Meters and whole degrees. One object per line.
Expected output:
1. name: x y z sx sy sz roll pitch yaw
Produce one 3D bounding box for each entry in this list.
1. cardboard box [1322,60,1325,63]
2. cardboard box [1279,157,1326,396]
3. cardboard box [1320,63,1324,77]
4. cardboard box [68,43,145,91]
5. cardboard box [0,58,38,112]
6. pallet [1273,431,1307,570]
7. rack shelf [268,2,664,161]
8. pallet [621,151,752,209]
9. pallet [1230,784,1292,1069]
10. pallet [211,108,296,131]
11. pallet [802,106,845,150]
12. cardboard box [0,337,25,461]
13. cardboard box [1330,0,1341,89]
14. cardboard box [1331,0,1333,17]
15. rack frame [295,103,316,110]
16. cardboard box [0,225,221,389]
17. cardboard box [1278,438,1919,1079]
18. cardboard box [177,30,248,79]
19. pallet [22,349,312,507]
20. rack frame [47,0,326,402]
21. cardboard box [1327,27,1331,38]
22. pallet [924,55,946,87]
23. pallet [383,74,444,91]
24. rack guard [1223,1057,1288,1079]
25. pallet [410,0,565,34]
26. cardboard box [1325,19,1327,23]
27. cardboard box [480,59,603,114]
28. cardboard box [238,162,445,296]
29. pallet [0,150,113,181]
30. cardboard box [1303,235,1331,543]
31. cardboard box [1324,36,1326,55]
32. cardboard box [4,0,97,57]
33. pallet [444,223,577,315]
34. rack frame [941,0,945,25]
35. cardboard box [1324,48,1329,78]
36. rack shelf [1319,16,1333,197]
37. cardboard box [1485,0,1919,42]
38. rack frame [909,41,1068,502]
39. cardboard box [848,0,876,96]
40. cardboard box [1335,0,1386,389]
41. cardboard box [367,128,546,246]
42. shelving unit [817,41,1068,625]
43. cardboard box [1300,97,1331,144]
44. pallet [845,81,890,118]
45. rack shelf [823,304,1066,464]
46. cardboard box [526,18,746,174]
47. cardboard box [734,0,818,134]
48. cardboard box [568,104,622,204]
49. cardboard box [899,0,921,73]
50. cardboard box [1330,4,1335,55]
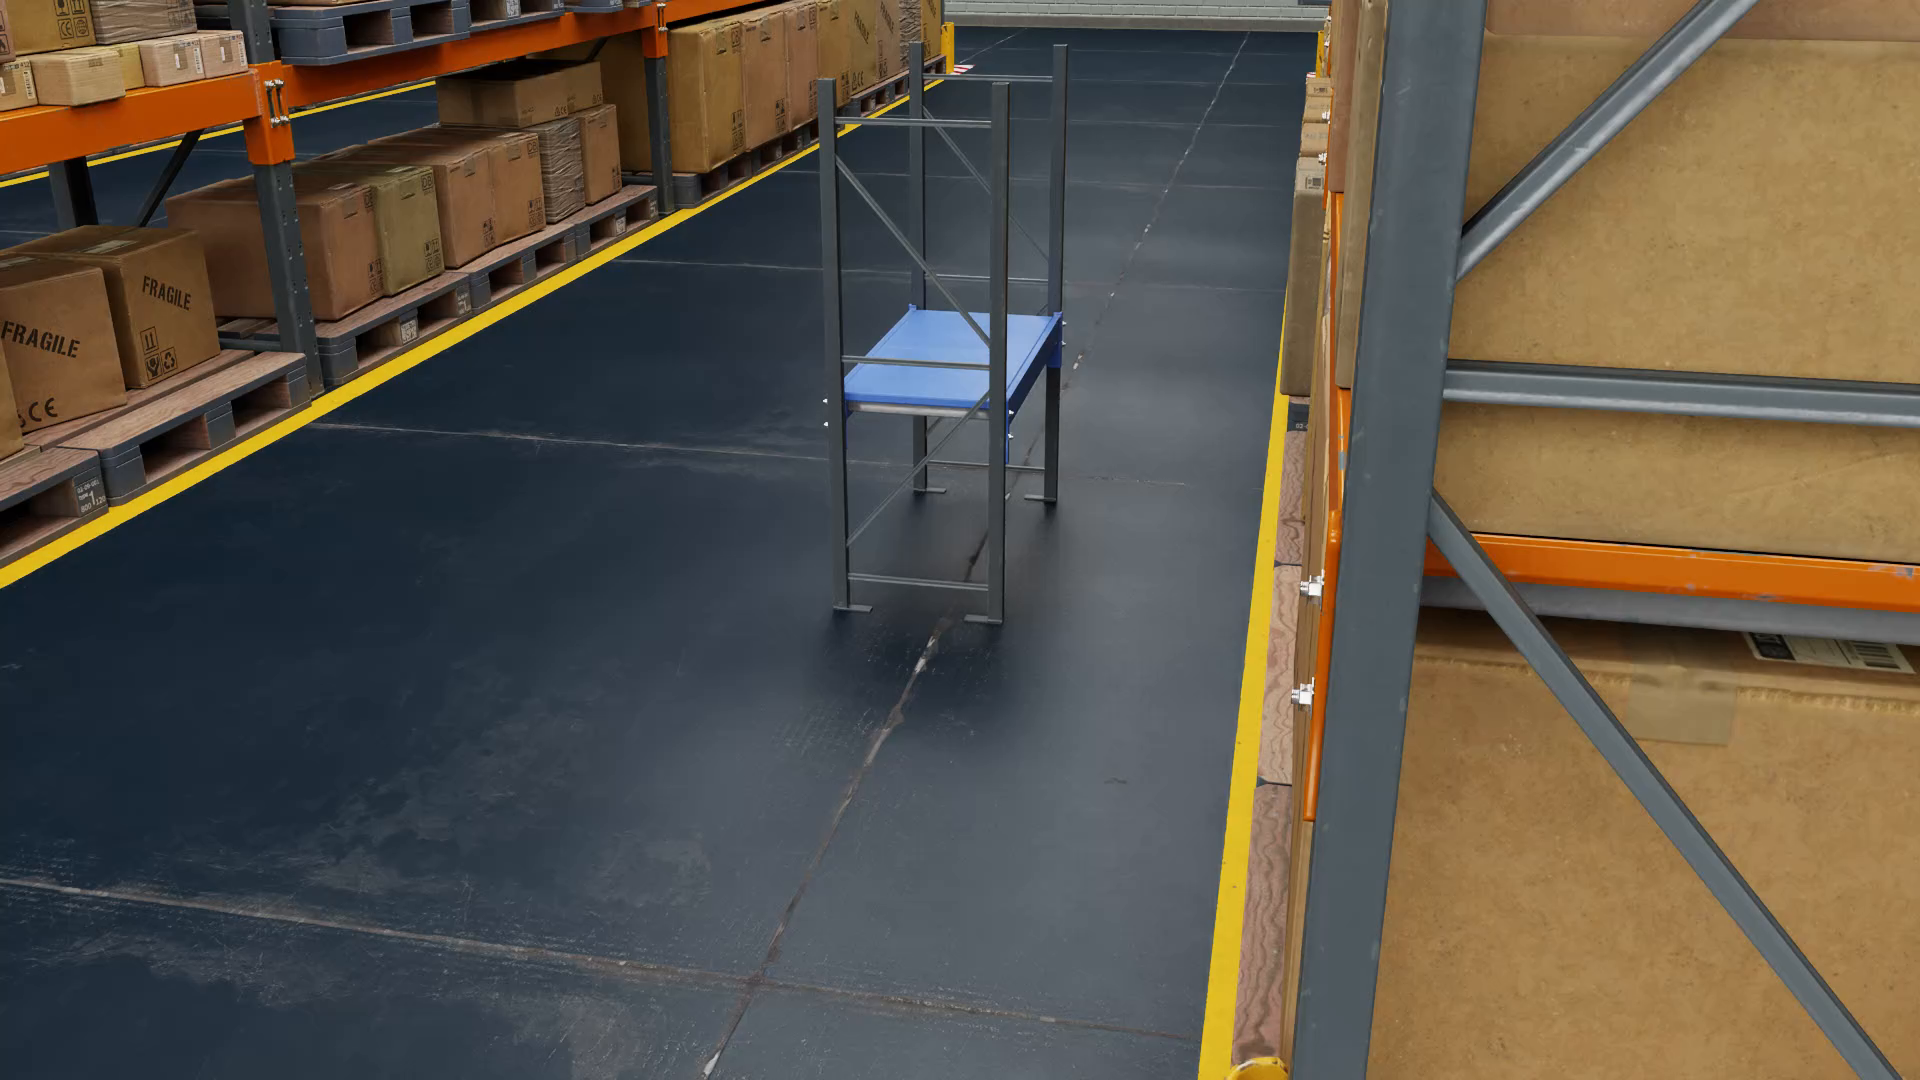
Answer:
1. cardboard box: 3.574 -4.407 15.535 0.380 0.149 0.250 5 22 12
2. cardboard box: 1.761 -0.977 6.213 1.050 0.750 0.750 4 22 11
3. cardboard box: 3.188 -3.866 13.795 0.380 0.149 0.250 4 22 9
4. cardboard box: -3.039 -1.612 5.676 0.380 0.149 0.250 4 22 11
5. cardboard box: -3.161 -1.430 5.226 0.380 0.149 0.250 4 22 11
6. pallet: 1.491 -0.026 5.136 1.003 0.211 1.213 4 22 11
7. rack shelf: -2.704 -2.404 8.272 1.077 0.370 4.000 4 22 11
8. pallet: -2.062 -2.459 11.176 1.003 0.211 1.213 4 22 11
9. pallet: 0.993 0.866 2.920 1.003 0.211 1.213 4 22 11
10. pallet: -6.527 -3.738 14.351 1.003 0.211 1.213 4 22 11
11. pallet: -1.564 -3.351 13.392 1.003 0.211 1.213 4 22 11
12. cardboard box: -3.393 -0.456 5.254 0.500 0.500 0.500 2 22 6
13. cardboard box: 1.567 -1.849 5.796 0.500 0.500 0.500 4 22 11
14. cardboard box: 2.082 -2.771 8.085 0.500 0.500 0.500 4 22 10
15. rack frame: -6.329 -5.310 14.523 1.000 3.000 0.127 4 22 11
16. cardboard box: -3.233 -0.899 6.354 0.500 0.500 0.500 4 22 9
17. cardboard box: 0.980 0.409 2.605 0.875 0.875 0.875 5 22 11
18. cardboard box: -2.869 -1.789 6.117 0.380 0.149 0.250 4 22 11
19. pallet: -3.215 -0.465 6.225 1.003 0.211 1.213 4 22 11
20. rack frame: -3.113 -2.007 6.321 1.000 3.000 0.127 4 22 11
21. cardboard box: 2.839 -3.456 11.698 0.500 0.250 0.500 5 22 12
22. pallet: -0.751 -4.803 16.998 1.003 0.211 1.213 4 22 11
23. pallet: -5.970 -4.736 16.830 1.003 0.211 1.213 4 22 11
24. rack guard: 0.901 1.040 2.103 1.175 0.500 0.348 4 22 11
25. pallet: -2.660 -2.654 8.184 1.003 0.211 1.213 4 22 11
26. cardboard box: 3.732 -4.963 16.119 0.380 0.149 0.250 3 22 8
27. cardboard box: -2.404 -2.615 9.584 0.500 0.250 0.500 5 23 13
28. cardboard box: -2.850 -1.447 7.689 0.700 0.500 0.500 4 22 11
29. pallet: -7.025 -2.845 12.136 1.003 0.211 1.213 4 22 11
30. cardboard box: 1.345 -0.246 4.232 0.875 0.875 0.875 5 22 11
31. cardboard box: 3.367 -4.298 14.469 0.380 0.149 0.250 4 22 9
32. cardboard box: -3.401 -1.851 5.402 0.875 0.500 0.500 4 22 11
33. pallet: -2.708 -1.446 8.660 1.003 0.211 1.213 4 22 11
34. rack frame: -0.664 -6.395 17.218 1.000 3.000 0.127 4 22 11
35. cardboard box: 2.514 -2.893 10.302 0.500 0.250 0.500 5 22 12
36. rack shelf: 2.131 -1.989 7.241 1.077 0.370 4.000 4 22 11
37. cardboard box: 1.020 -0.832 1.758 0.875 0.550 0.550 4 22 11
38. rack frame: 0.086 -0.850 5.458 0.500 1.500 0.032 4 22 11
39. cardboard box: -1.267 -4.377 14.488 0.875 0.875 0.875 4 22 11
40. cardboard box: 1.028 -0.540 2.479 0.875 0.550 0.550 4 22 11
41. cardboard box: -2.623 -1.856 8.704 0.700 0.500 0.500 6 23 15
42. shelving unit: -0.017 -0.664 4.996 0.538 1.500 1.048 4 22 11
43. cardboard box: 2.151 -1.670 7.934 1.050 0.750 0.750 5 22 12
44. pallet: -1.248 -3.911 14.782 1.003 0.211 1.213 4 22 11
45. rack shelf: -0.017 -0.498 5.063 0.538 0.185 1.000 4 22 11
46. cardboard box: -2.135 -2.930 10.895 1.225 0.875 0.875 3 22 8
47. cardboard box: -1.773 -3.579 12.508 1.225 0.875 0.875 4 22 9
48. cardboard box: -2.414 -2.268 9.726 0.700 0.500 0.500 3 22 8
49. cardboard box: -0.902 -5.032 16.114 0.875 0.875 0.875 4 22 11
50. cardboard box: 1.773 -2.219 6.714 0.500 0.500 0.500 5 22 11
